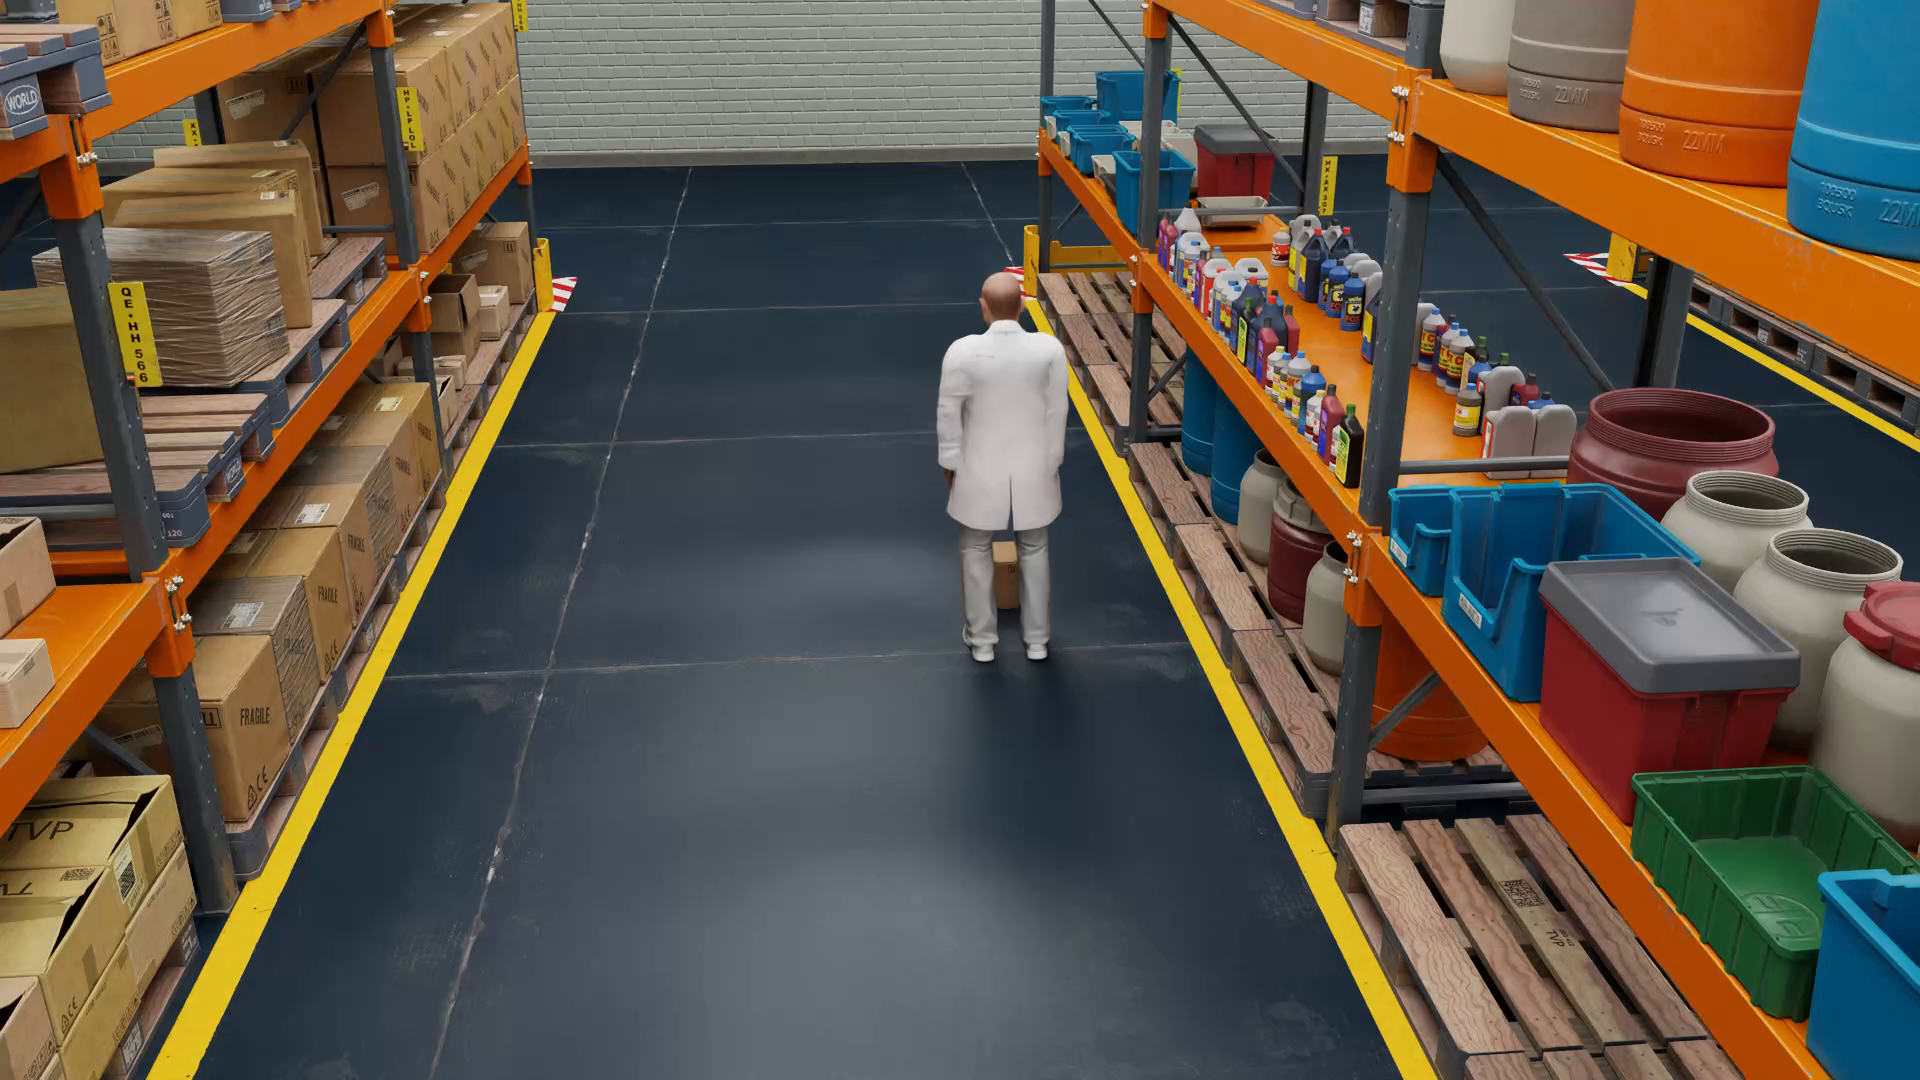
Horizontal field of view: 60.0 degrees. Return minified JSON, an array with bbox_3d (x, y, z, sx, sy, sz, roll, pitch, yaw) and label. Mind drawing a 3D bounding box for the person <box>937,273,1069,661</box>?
[{"bbox_3d":[0.183,-0.312,7.373,0.572,1.762,0.378,-2,23,-4],"label":"person"}]
